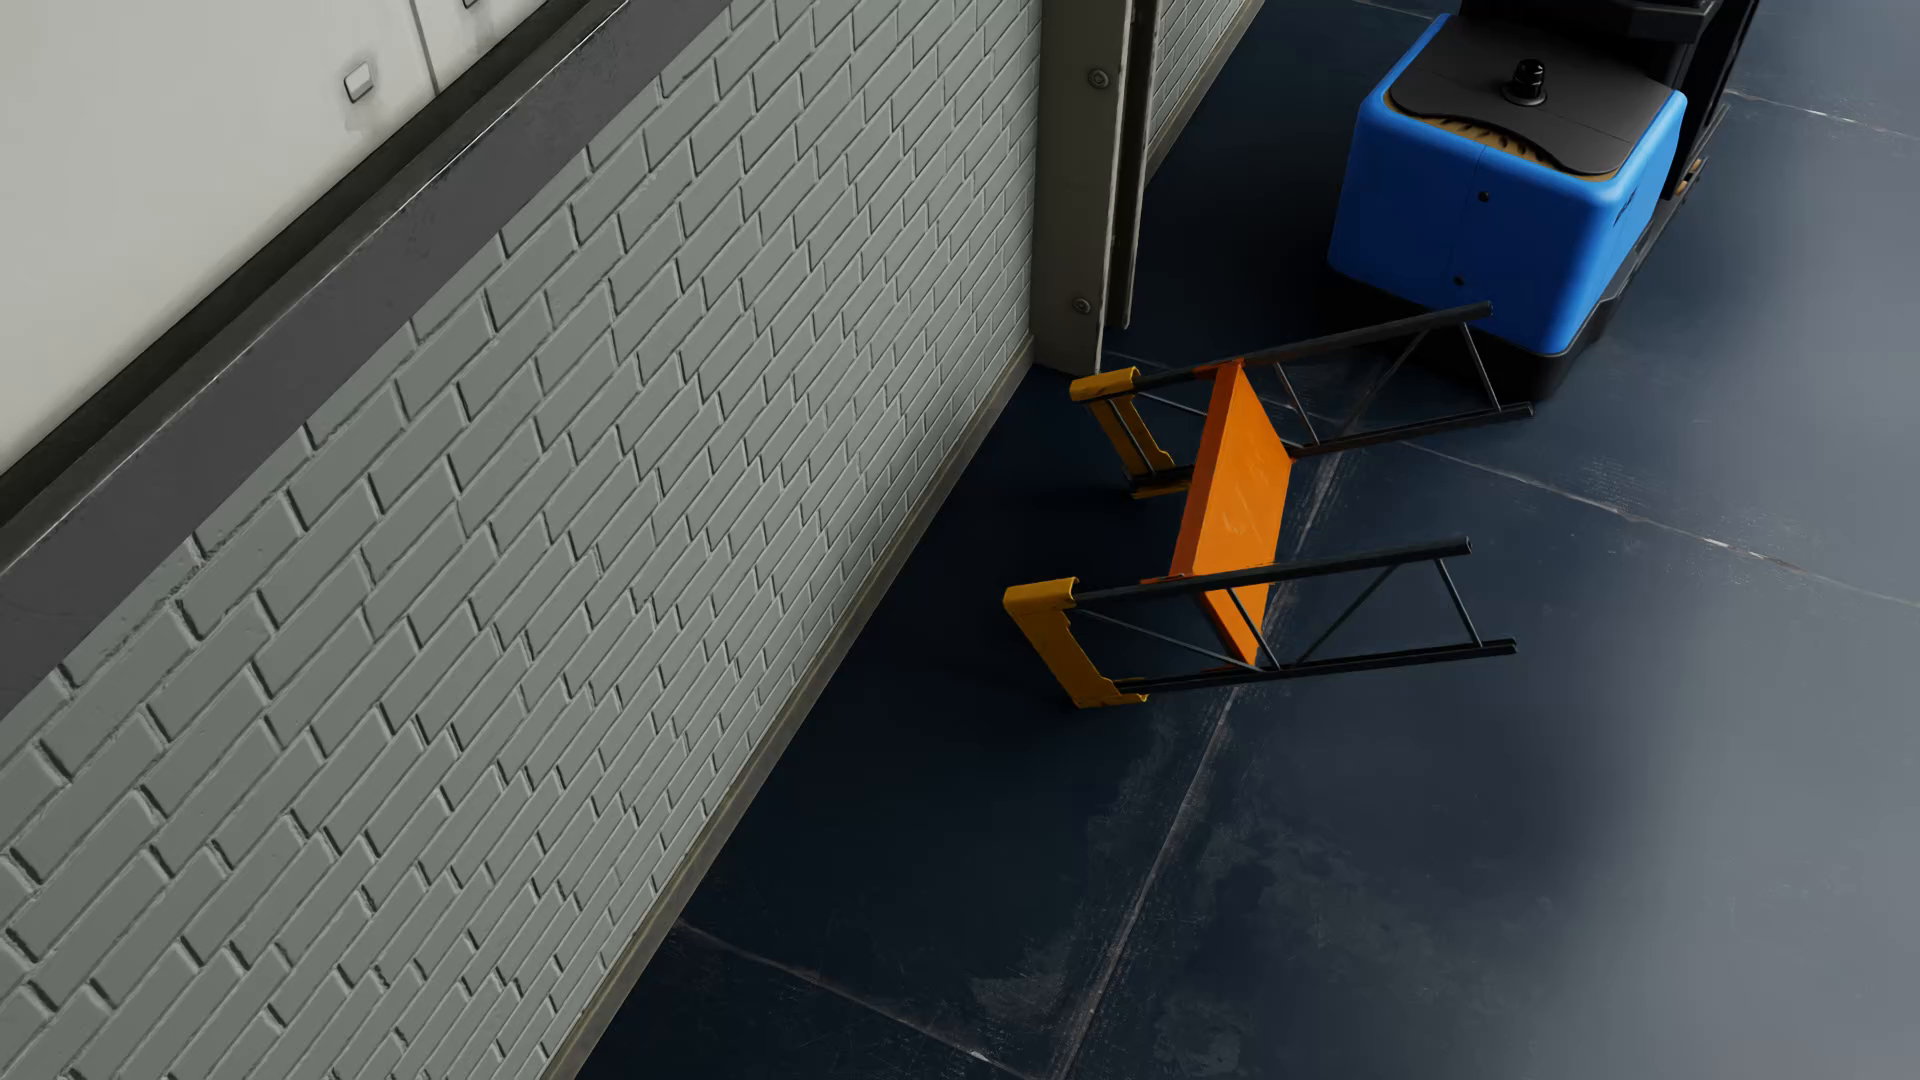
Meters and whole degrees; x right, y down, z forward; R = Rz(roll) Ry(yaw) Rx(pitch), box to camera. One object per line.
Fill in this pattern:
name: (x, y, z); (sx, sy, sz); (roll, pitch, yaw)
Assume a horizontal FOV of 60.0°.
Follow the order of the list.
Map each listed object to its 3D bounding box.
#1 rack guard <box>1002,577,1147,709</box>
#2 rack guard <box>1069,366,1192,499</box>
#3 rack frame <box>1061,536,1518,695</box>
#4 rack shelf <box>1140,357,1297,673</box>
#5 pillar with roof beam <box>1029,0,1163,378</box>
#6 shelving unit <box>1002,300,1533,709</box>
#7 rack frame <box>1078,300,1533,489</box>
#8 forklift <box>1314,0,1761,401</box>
rack guard: (0.390, 0.350, 5.535); (0.250, 0.587, 0.087); (-10, 43, 32)
rack guard: (0.647, -0.388, 6.153); (0.250, 0.587, 0.087); (-10, 43, 32)
rack frame: (0.910, 0.273, 5.196); (1.500, 0.500, 0.032); (-10, 43, 32)
rack shelf: (0.890, -0.077, 5.605); (0.185, 0.538, 1.000); (-10, 43, 32)
pillar with roof beam: (4.388, -2.351, 2.342); (9.100, 9.000, 0.400); (20, 52, 16)
shelving unit: (1.043, -0.110, 5.517); (1.500, 0.587, 1.083); (-10, 43, 32)
rack frame: (1.172, -0.480, 5.826); (1.500, 0.500, 0.032); (-10, 43, 32)
forklift: (2.736, -2.603, 6.540); (1.130, 2.935, 3.031); (27, 55, 21)
